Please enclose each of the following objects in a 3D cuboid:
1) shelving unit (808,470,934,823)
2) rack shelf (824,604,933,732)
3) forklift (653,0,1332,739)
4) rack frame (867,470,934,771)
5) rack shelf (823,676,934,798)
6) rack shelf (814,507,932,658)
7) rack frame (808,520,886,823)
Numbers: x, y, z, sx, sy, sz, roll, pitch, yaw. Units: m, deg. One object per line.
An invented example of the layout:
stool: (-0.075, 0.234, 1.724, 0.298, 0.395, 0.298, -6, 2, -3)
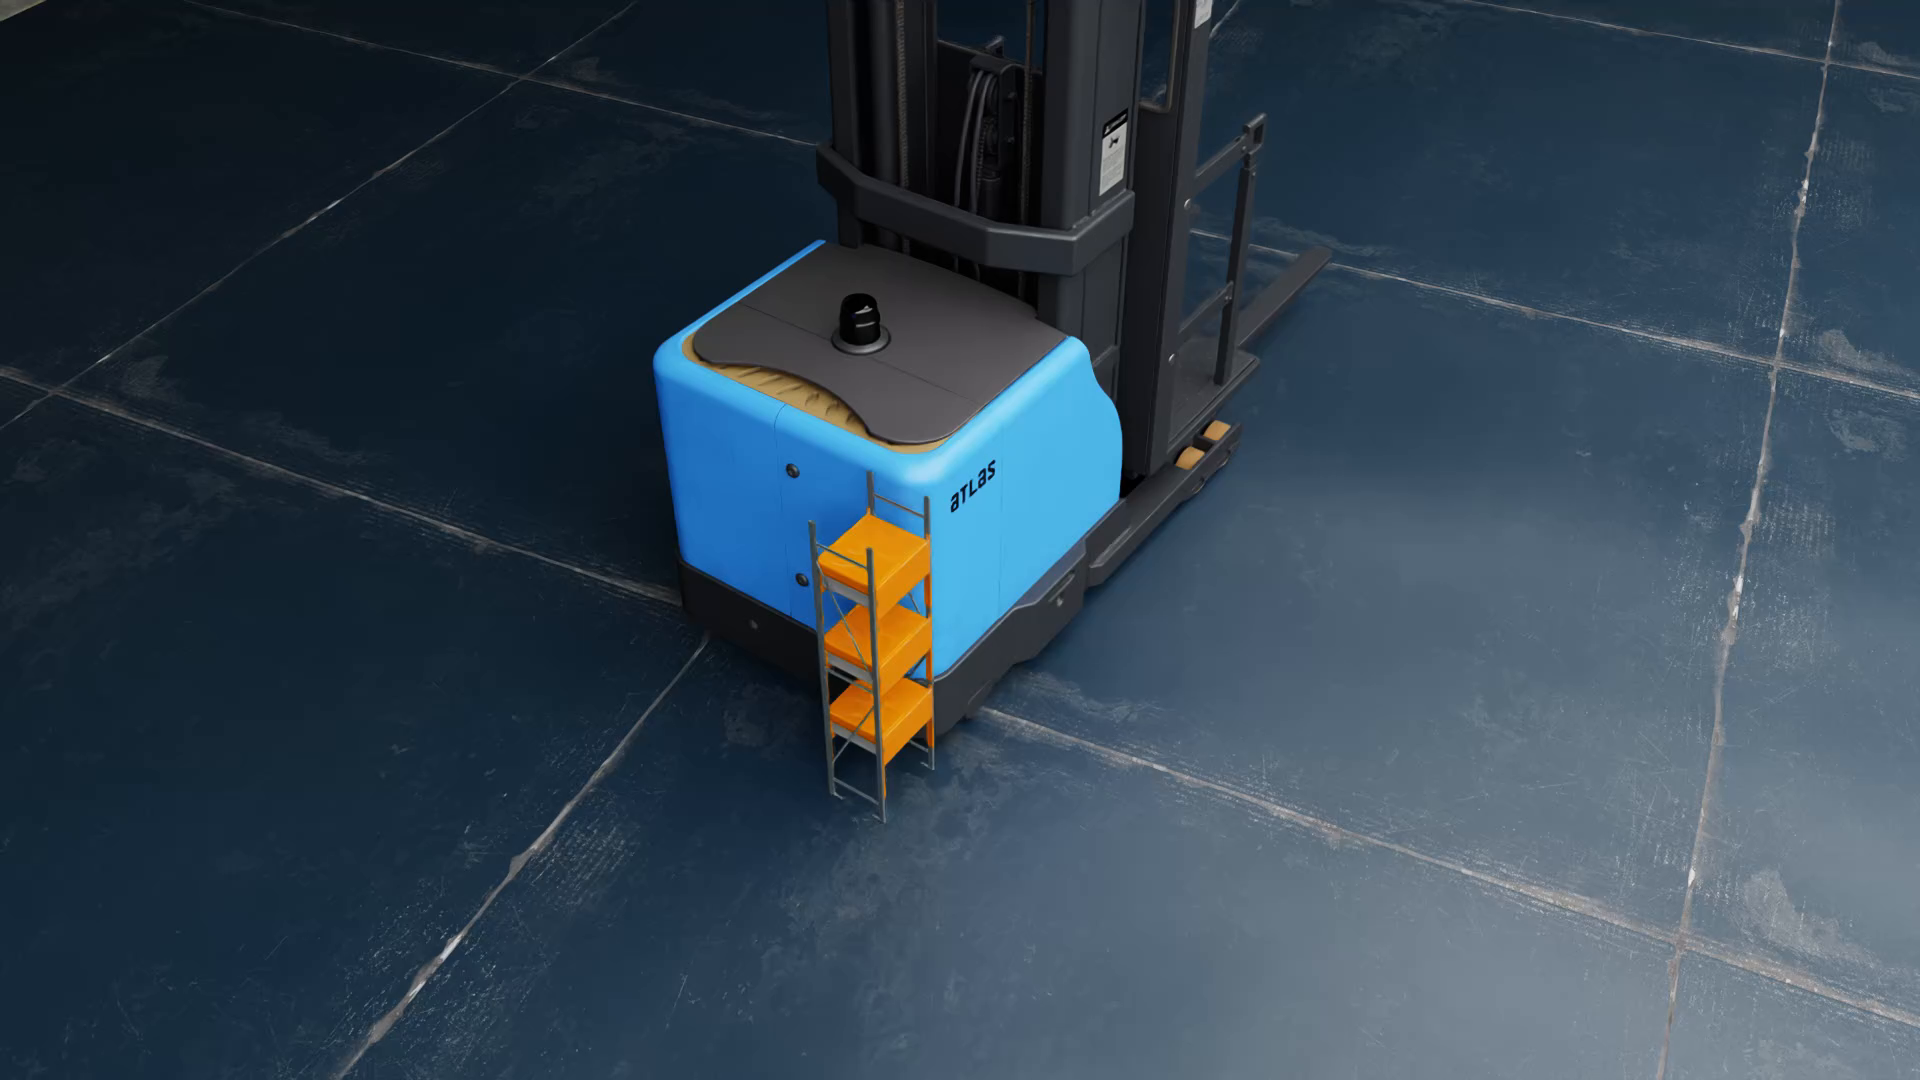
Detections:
shelving unit: (-0.230, 0.318, 4.582, 0.215, 1.050, 0.252, 24, 46, 25)
rack shelf: (-0.230, 0.326, 4.588, 0.215, 0.259, 0.240, 24, 46, 25)
forklift: (0.366, -1.439, 5.173, 1.130, 2.935, 3.031, 25, 47, 26)
rack frame: (-0.161, 0.252, 4.657, 0.200, 1.050, 0.008, 24, 46, 25)
rack shelf: (-0.230, 0.536, 4.770, 0.215, 0.259, 0.240, 24, 46, 25)
rack shelf: (-0.230, 0.111, 4.403, 0.215, 0.259, 0.240, 24, 46, 25)
rack frame: (-0.299, 0.384, 4.506, 0.200, 1.050, 0.008, 24, 46, 25)
